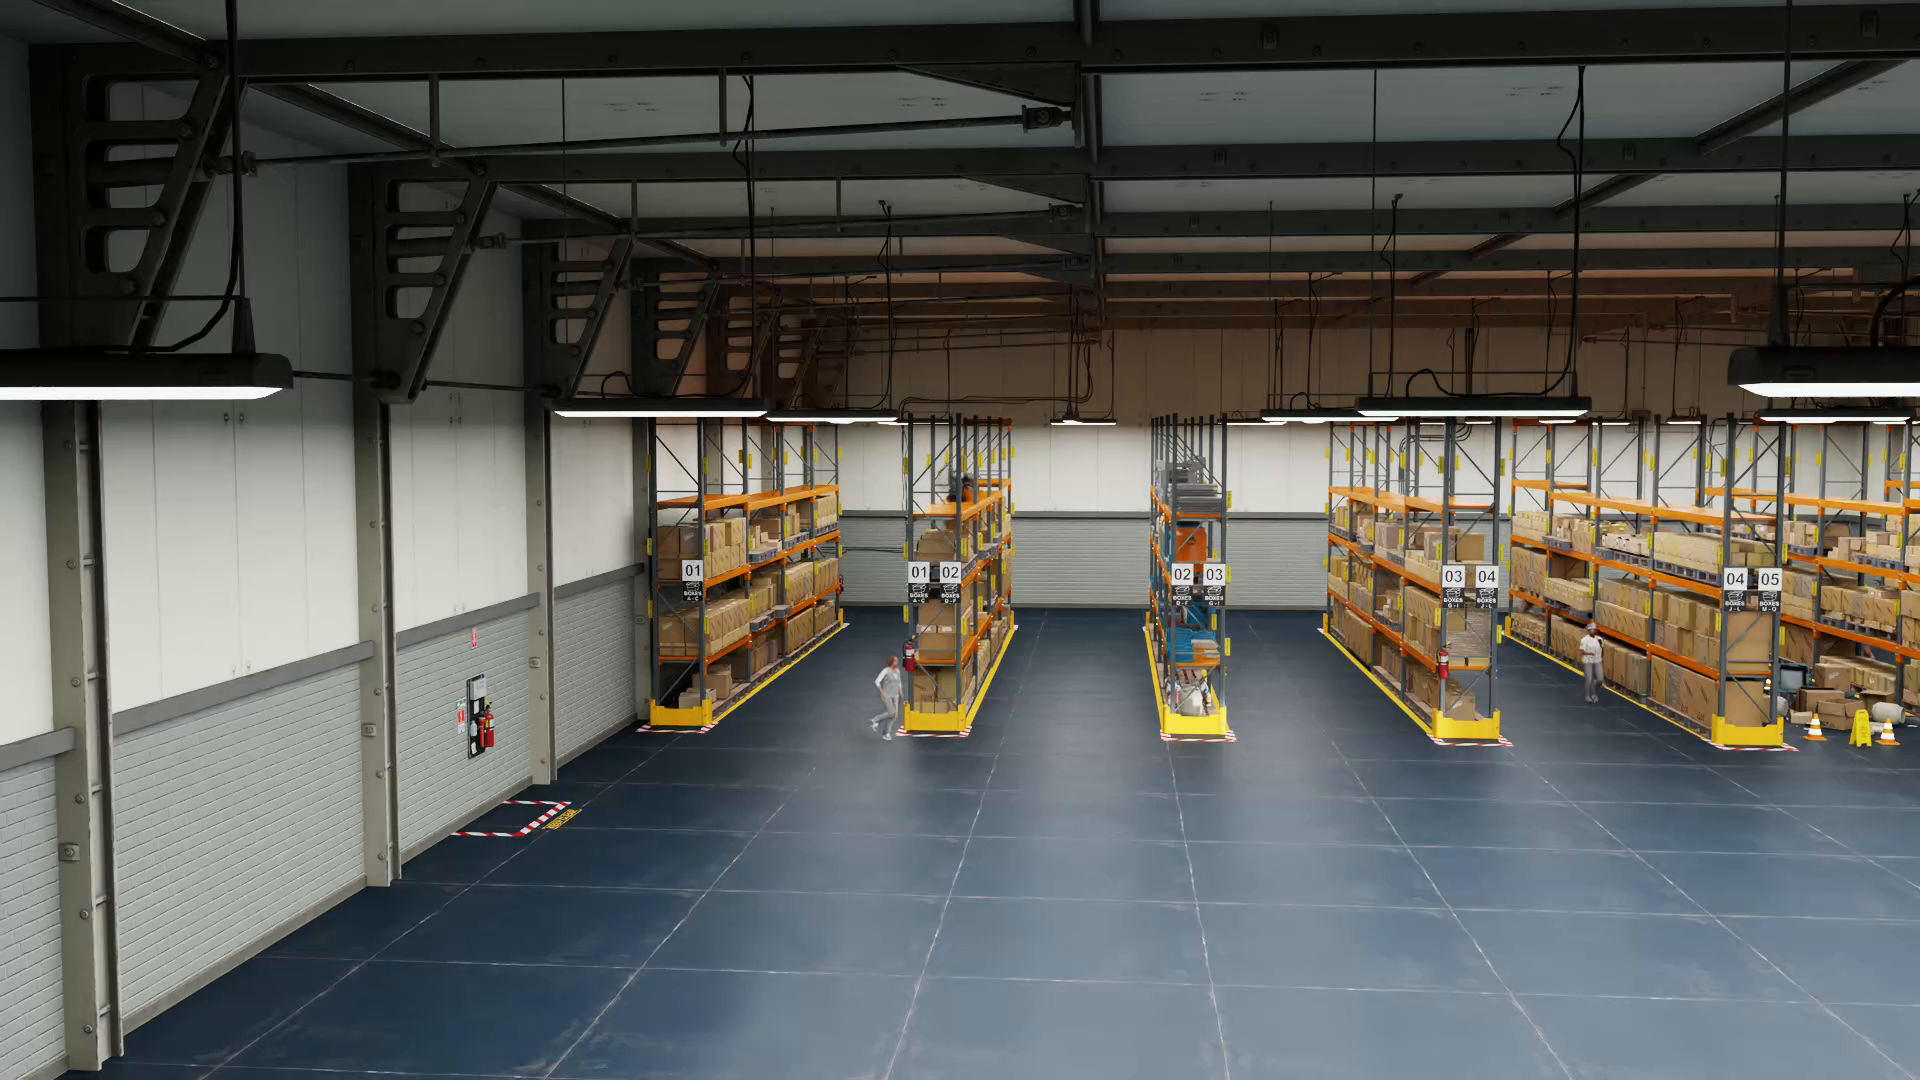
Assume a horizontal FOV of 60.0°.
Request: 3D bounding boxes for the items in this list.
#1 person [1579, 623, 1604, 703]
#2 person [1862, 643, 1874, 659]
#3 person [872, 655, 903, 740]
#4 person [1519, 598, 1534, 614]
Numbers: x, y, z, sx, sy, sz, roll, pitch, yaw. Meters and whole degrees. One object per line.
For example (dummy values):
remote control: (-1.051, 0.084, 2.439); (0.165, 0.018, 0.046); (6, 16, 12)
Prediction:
person: (13.159, 2.561, 34.524); (0.560, 1.685, 0.605); (0, 4, 2)
person: (21.813, 2.225, 39.832); (0.588, 1.651, 0.688); (0, 4, 4)
person: (-1.280, 2.894, 30.694); (0.577, 1.524, 0.539); (-4, 5, -43)
person: (16.176, 1.709, 47.424); (0.589, 1.633, 0.725); (4, 5, 43)
